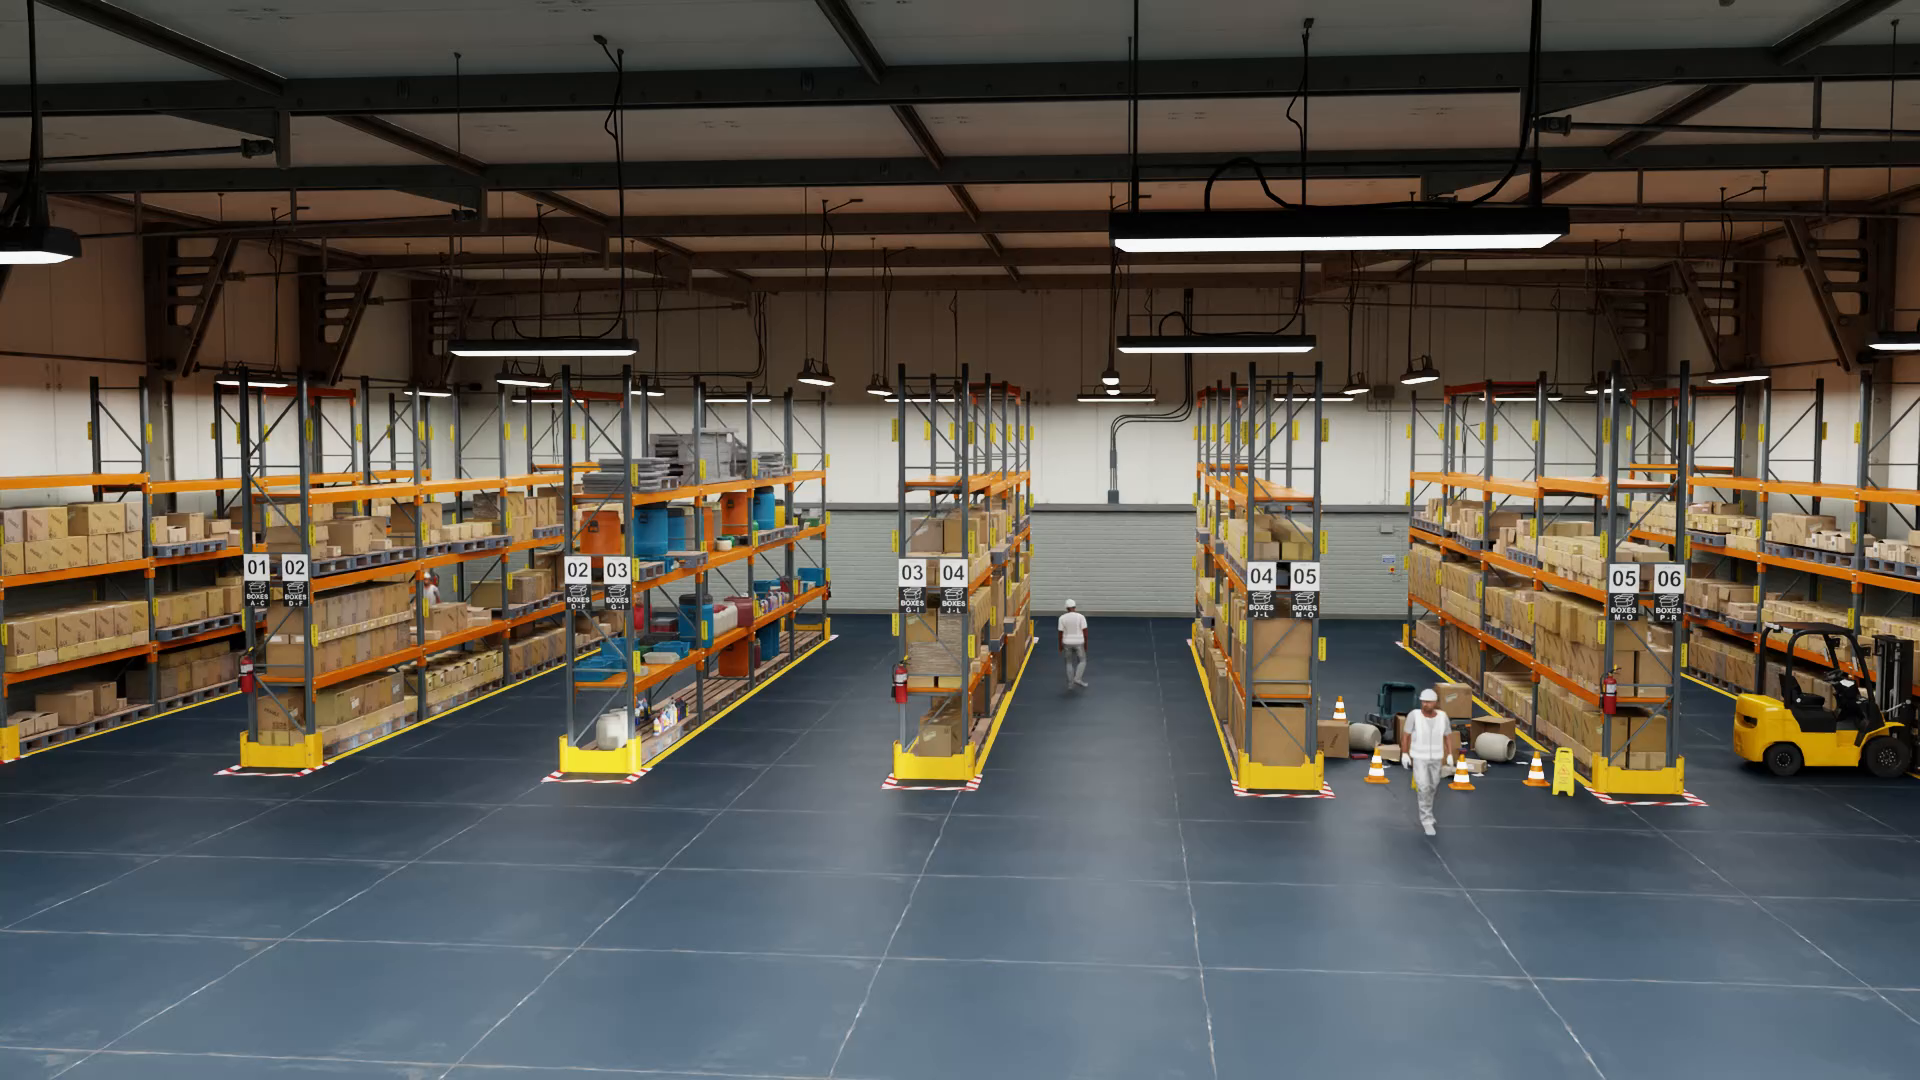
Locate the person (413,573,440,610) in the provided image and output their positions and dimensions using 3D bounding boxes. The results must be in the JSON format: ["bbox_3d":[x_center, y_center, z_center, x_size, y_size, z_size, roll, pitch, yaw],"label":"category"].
[{"bbox_3d":[-12.418,1.636,38.615,0.511,1.725,1.068,1,4,9],"label":"person"}]

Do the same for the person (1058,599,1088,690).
[{"bbox_3d":[2.211,2.042,32.452,0.607,1.762,0.513,1,4,10],"label":"person"}]

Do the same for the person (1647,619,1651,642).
[{"bbox_3d":[12.444,2.205,30.367,0.476,1.667,0.522,0,4,-7],"label":"person"}]

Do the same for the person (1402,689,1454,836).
[{"bbox_3d":[5.915,2.787,21.003,0.583,1.826,0.742,0,4,-4],"label":"person"}]

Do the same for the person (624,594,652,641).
[{"bbox_3d":[-6.648,1.945,34.231,0.621,1.650,1.087,0,4,0],"label":"person"}]
